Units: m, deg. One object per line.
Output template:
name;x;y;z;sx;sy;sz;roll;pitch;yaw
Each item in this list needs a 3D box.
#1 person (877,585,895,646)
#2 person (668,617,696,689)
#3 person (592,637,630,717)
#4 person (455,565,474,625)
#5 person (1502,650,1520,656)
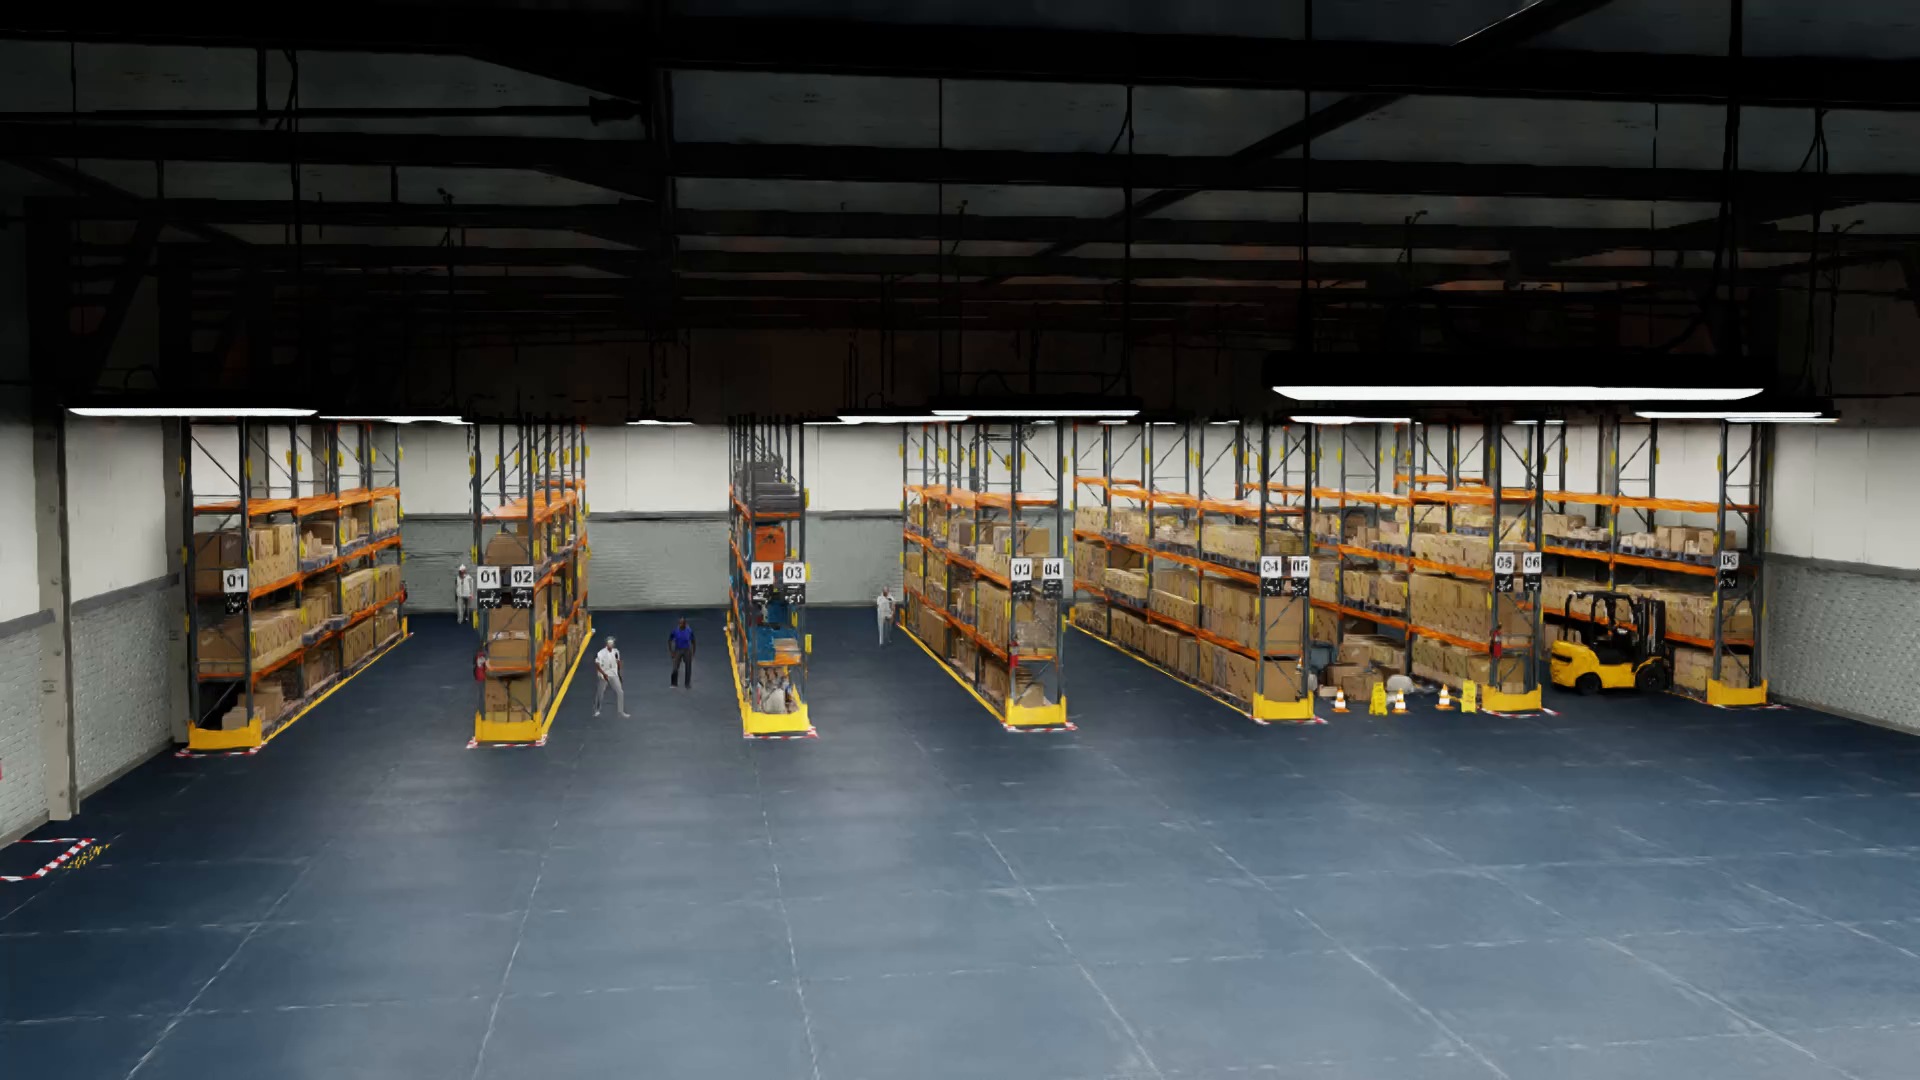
person;-1.933;1.950;43.567;0.482;1.576;1.073;0;4;-6
person;-6.065;2.462;36.296;0.592;1.604;0.513;-1;4;-12
person;-6.912;2.683;32.783;0.622;1.608;0.822;-2;4;-26
person;-14.399;1.580;48.311;0.555;1.725;1.029;-1;4;-10
person;12.297;2.303;37.179;0.469;1.758;0.584;-3;5;-41
